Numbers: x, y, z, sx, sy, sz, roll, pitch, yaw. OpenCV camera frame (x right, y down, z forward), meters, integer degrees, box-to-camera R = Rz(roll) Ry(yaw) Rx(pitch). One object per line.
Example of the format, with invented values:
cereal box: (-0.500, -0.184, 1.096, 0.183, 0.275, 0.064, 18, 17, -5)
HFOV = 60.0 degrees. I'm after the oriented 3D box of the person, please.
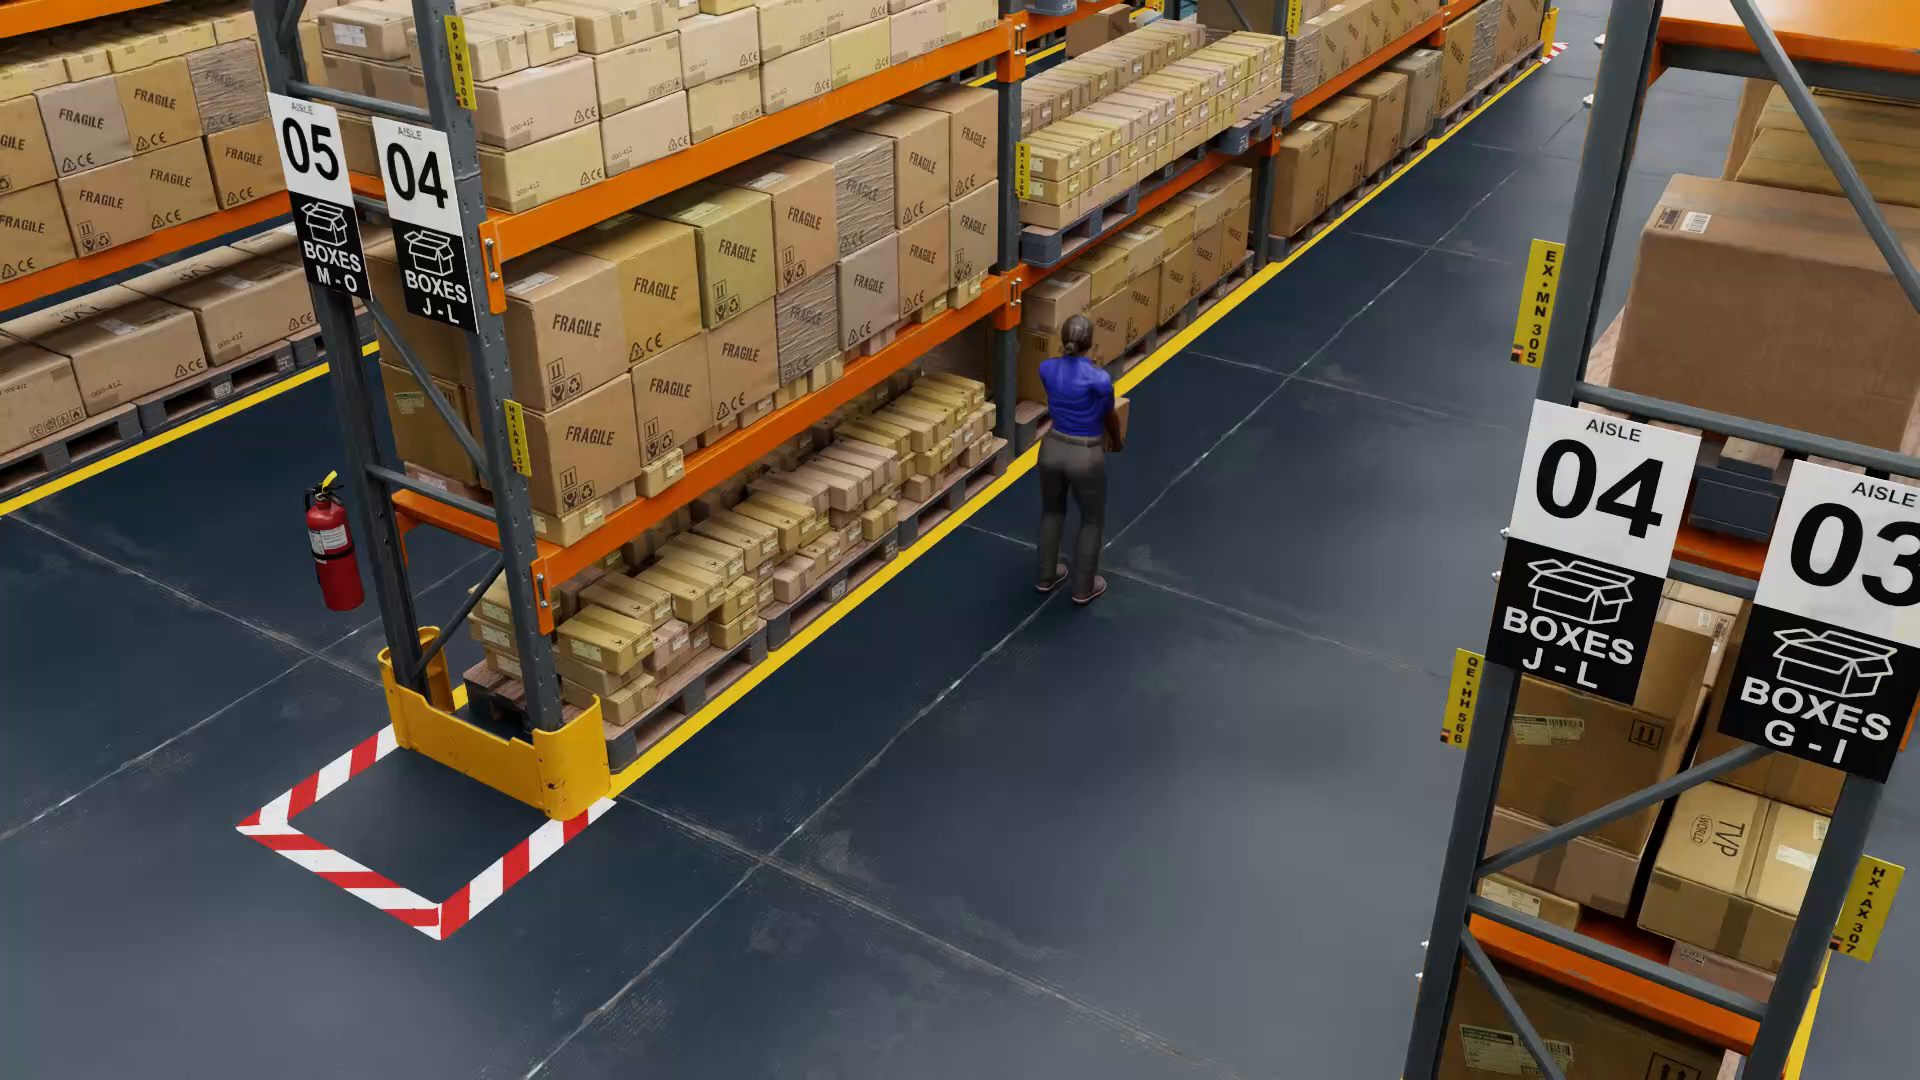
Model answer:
person: (0.644, -0.471, 8.993, 0.413, 1.655, 0.516, 17, 35, 26)
